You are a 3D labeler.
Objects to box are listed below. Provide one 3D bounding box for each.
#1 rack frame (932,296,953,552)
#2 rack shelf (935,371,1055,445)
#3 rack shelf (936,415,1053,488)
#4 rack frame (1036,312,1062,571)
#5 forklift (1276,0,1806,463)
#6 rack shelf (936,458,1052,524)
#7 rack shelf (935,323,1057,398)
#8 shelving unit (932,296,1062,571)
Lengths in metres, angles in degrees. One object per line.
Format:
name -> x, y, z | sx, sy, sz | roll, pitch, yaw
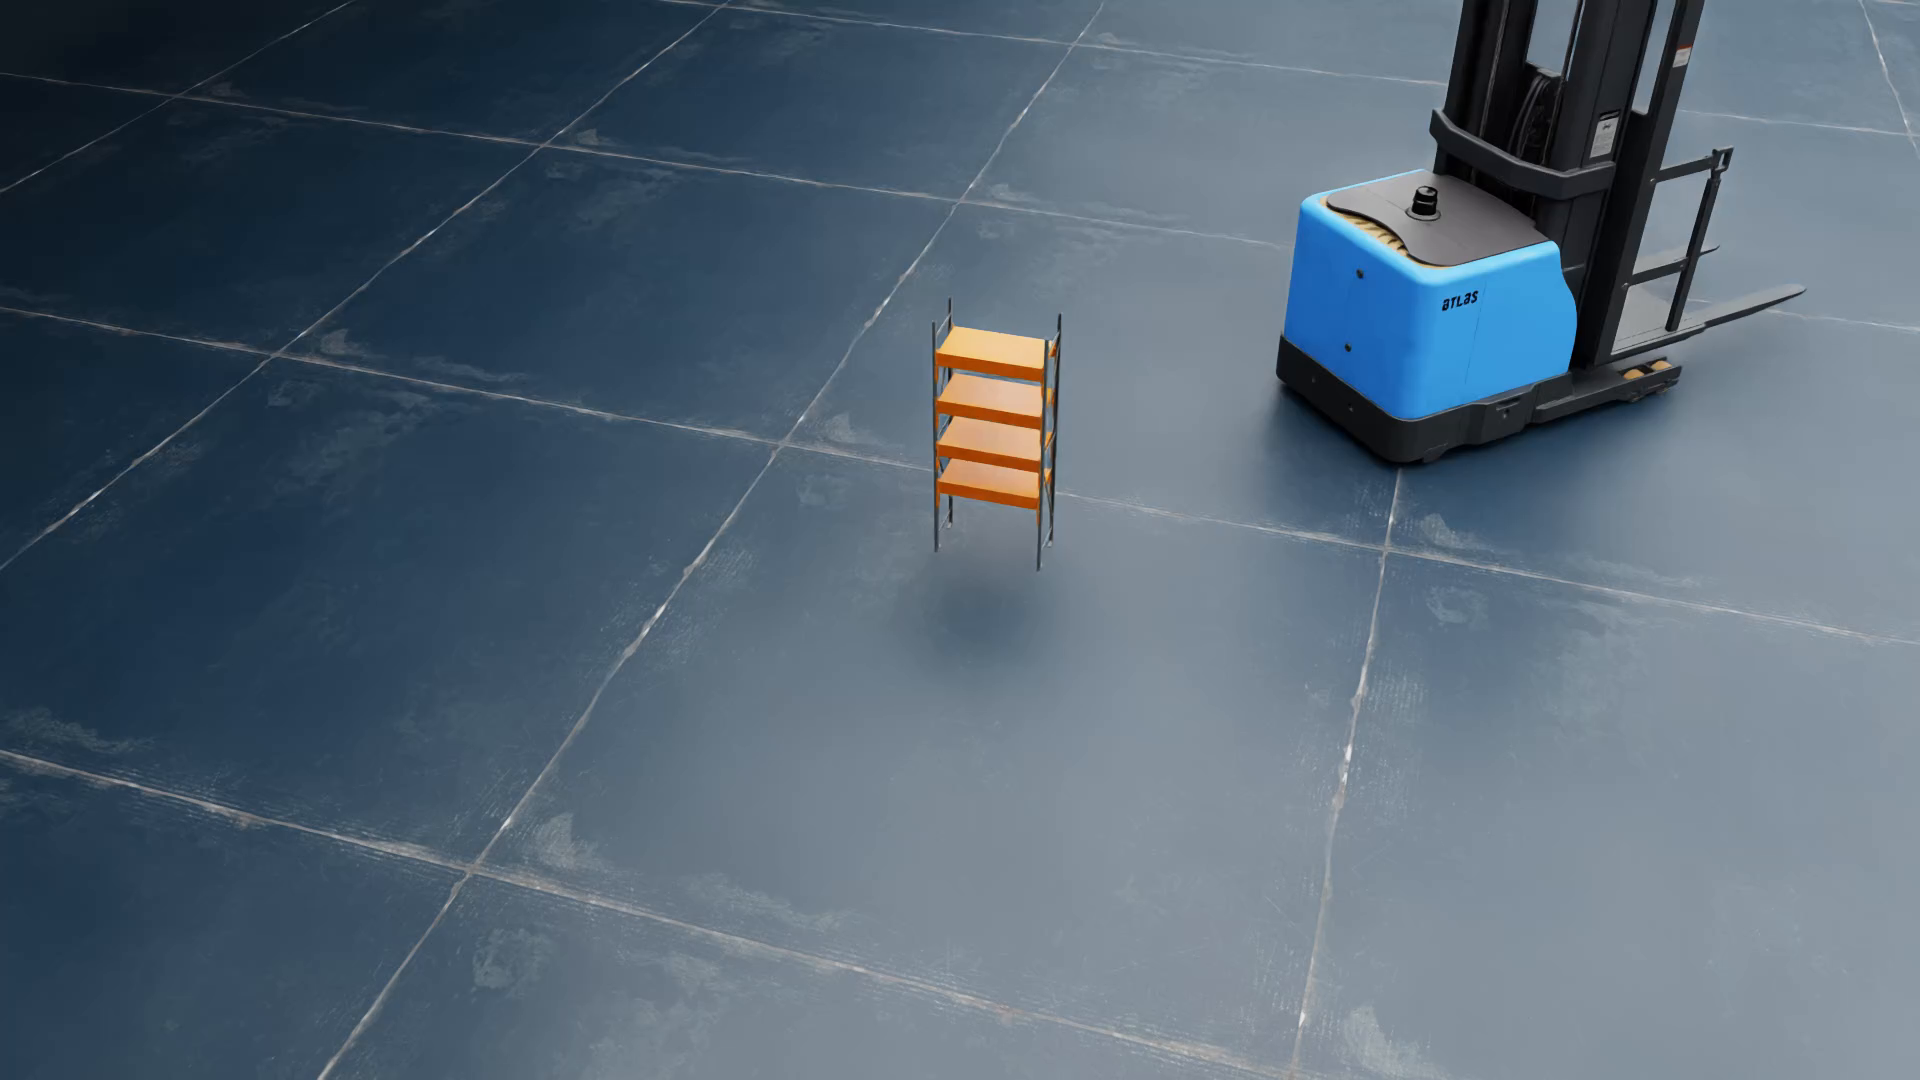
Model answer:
rack frame -> -0.075, -0.497, 7.413 | 0.015, 1.200, 0.240 | 10, 38, 14
rack shelf -> 0.158, -0.580, 7.262 | 0.480, 0.148, 0.258 | 10, 38, 14
rack shelf -> 0.158, -0.400, 7.394 | 0.480, 0.148, 0.258 | 10, 38, 14
rack frame -> 0.391, -0.411, 7.296 | 0.015, 1.200, 0.240 | 10, 38, 14
forklift -> 3.226, -2.168, 8.222 | 3.031, 2.935, 1.130 | -17, 40, -22
rack shelf -> 0.158, -0.240, 7.512 | 0.480, 0.148, 0.258 | 10, 38, 14
rack shelf -> 0.158, -0.770, 7.122 | 0.480, 0.148, 0.258 | 10, 38, 14
shelving unit -> 0.158, -0.454, 7.355 | 0.503, 1.200, 0.258 | 10, 38, 14
